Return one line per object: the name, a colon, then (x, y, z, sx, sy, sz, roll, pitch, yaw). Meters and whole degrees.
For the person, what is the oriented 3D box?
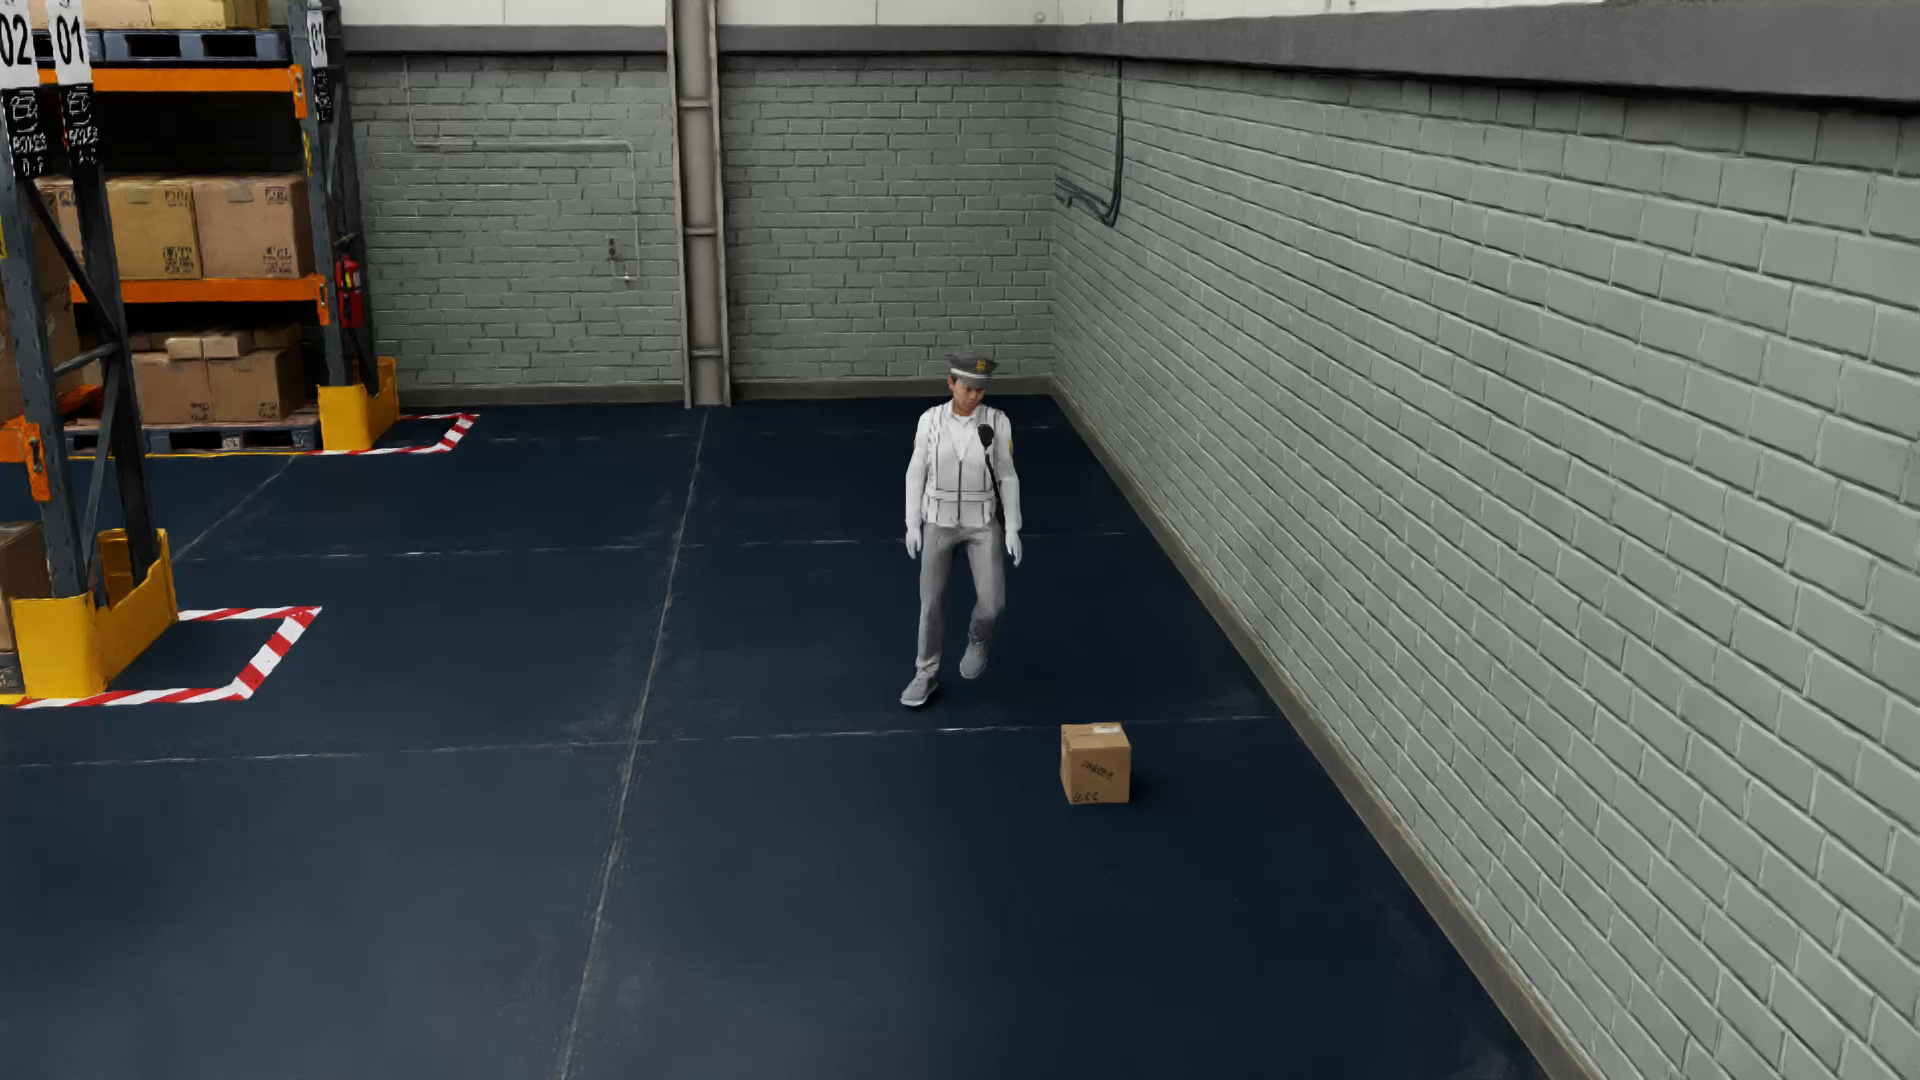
person: (0.013, -0.063, 7.688, 0.563, 1.661, 0.466, 2, 17, 6)
